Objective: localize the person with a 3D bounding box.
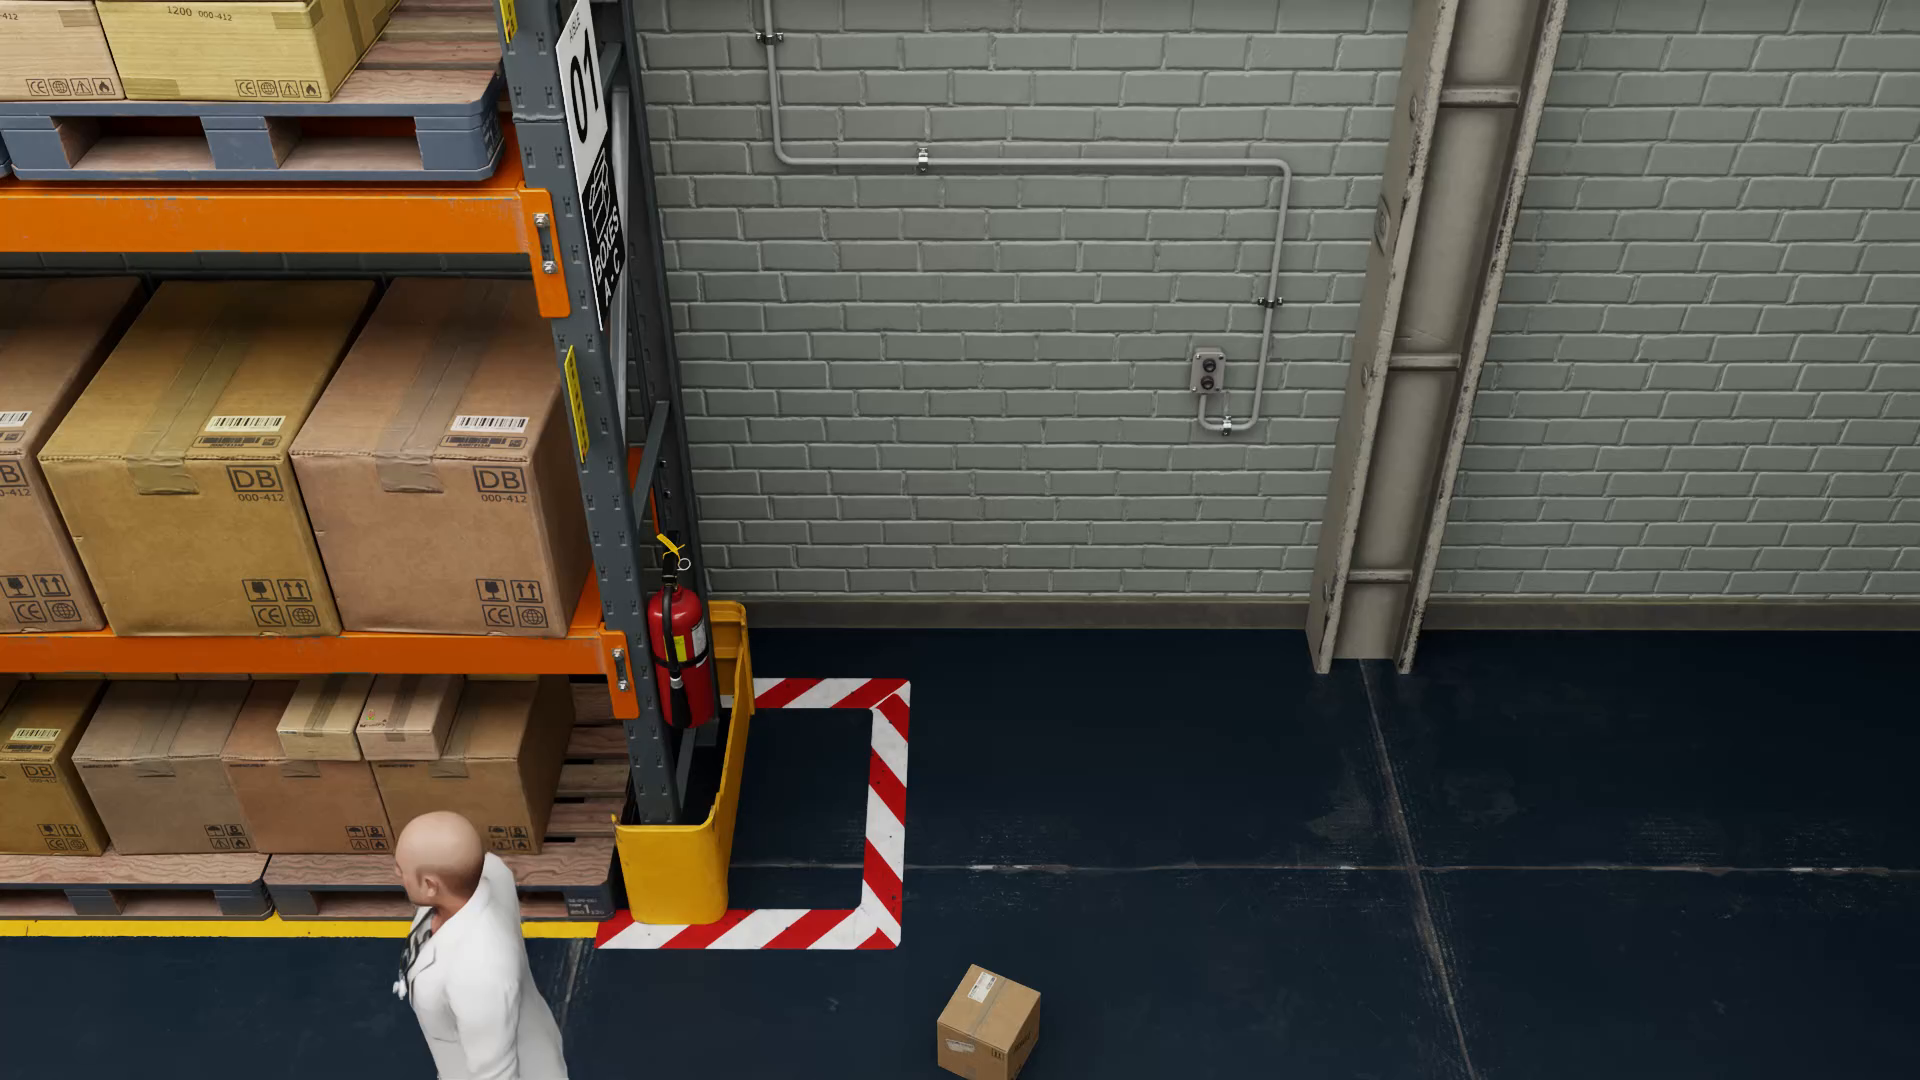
[{"bbox_3d":[-1.162,1.416,4.399,0.762,1.750,0.681,-12,41,-14],"label":"person"}]
